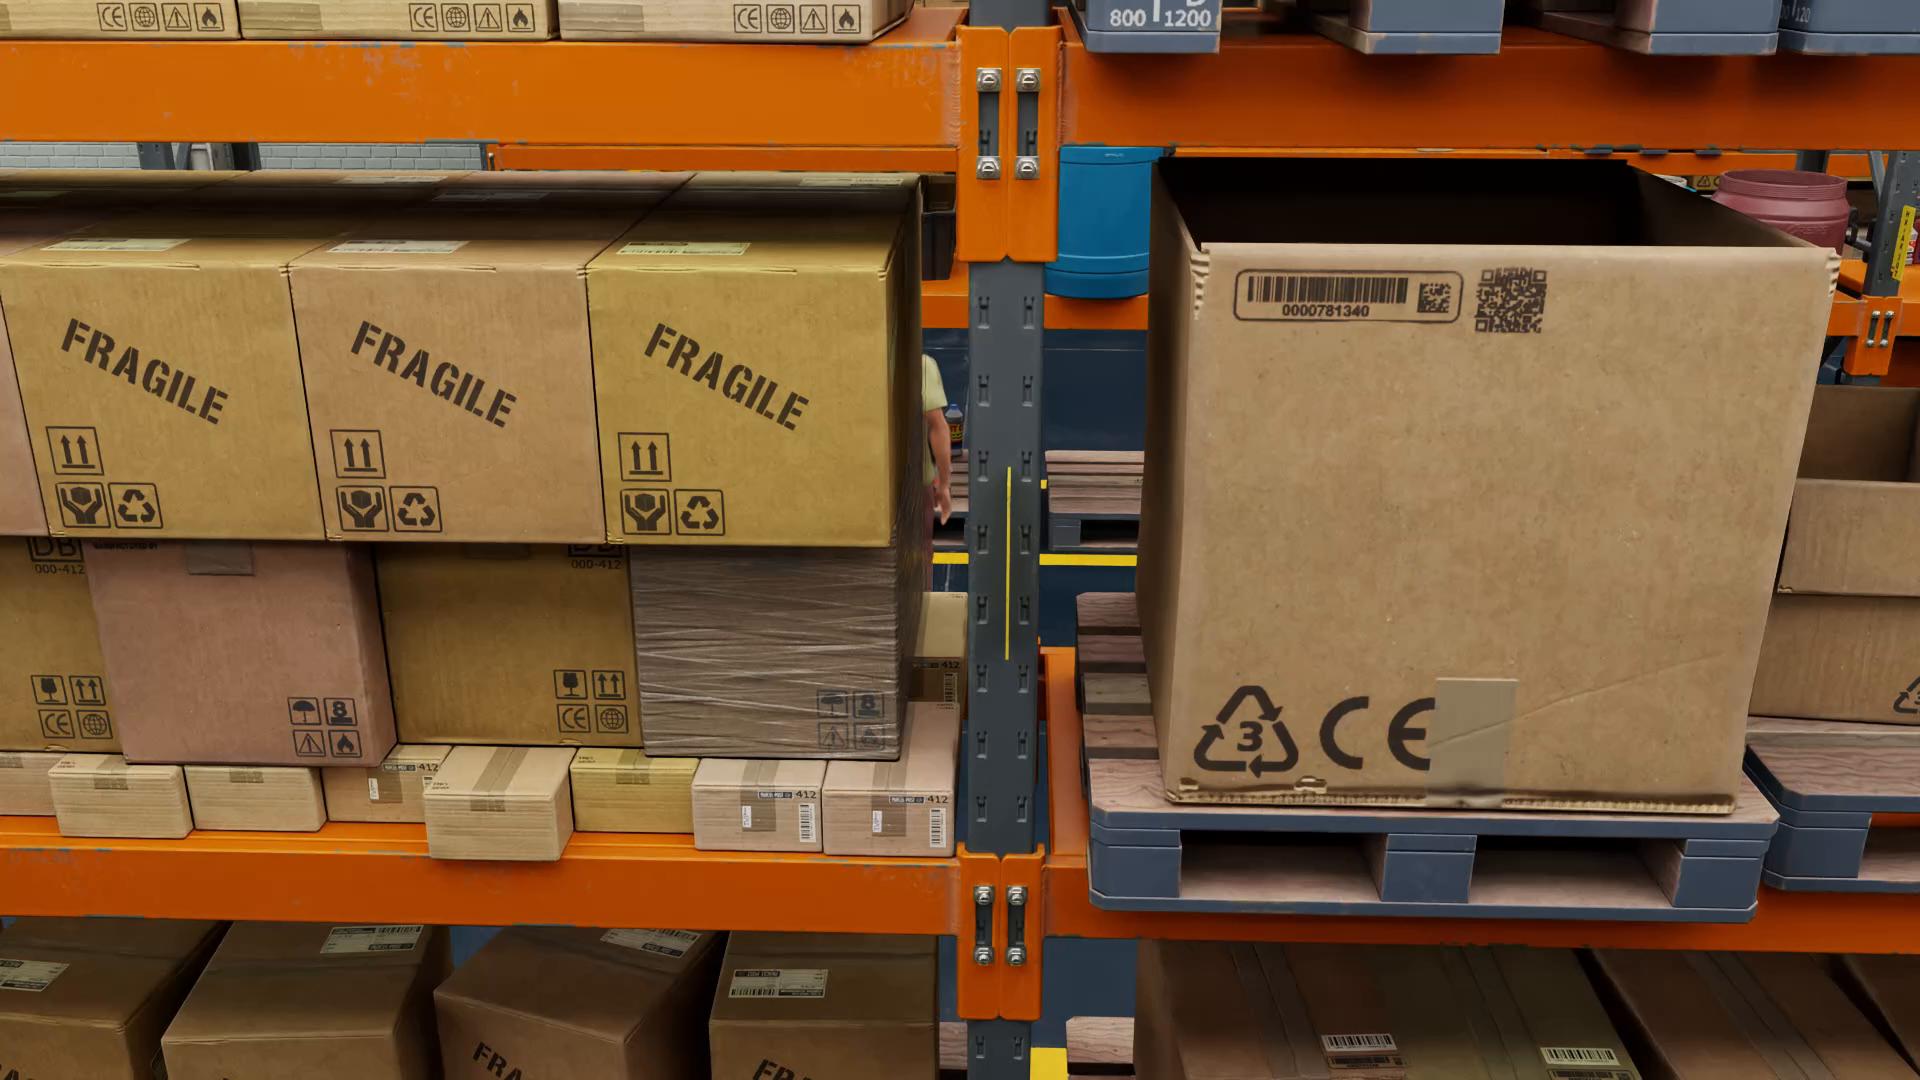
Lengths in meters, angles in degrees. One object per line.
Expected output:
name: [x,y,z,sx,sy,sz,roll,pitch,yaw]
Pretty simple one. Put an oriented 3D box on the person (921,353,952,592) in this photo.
person: [-0.332,-0.235,6.708,0.581,1.640,0.902,-4,21,-9]
